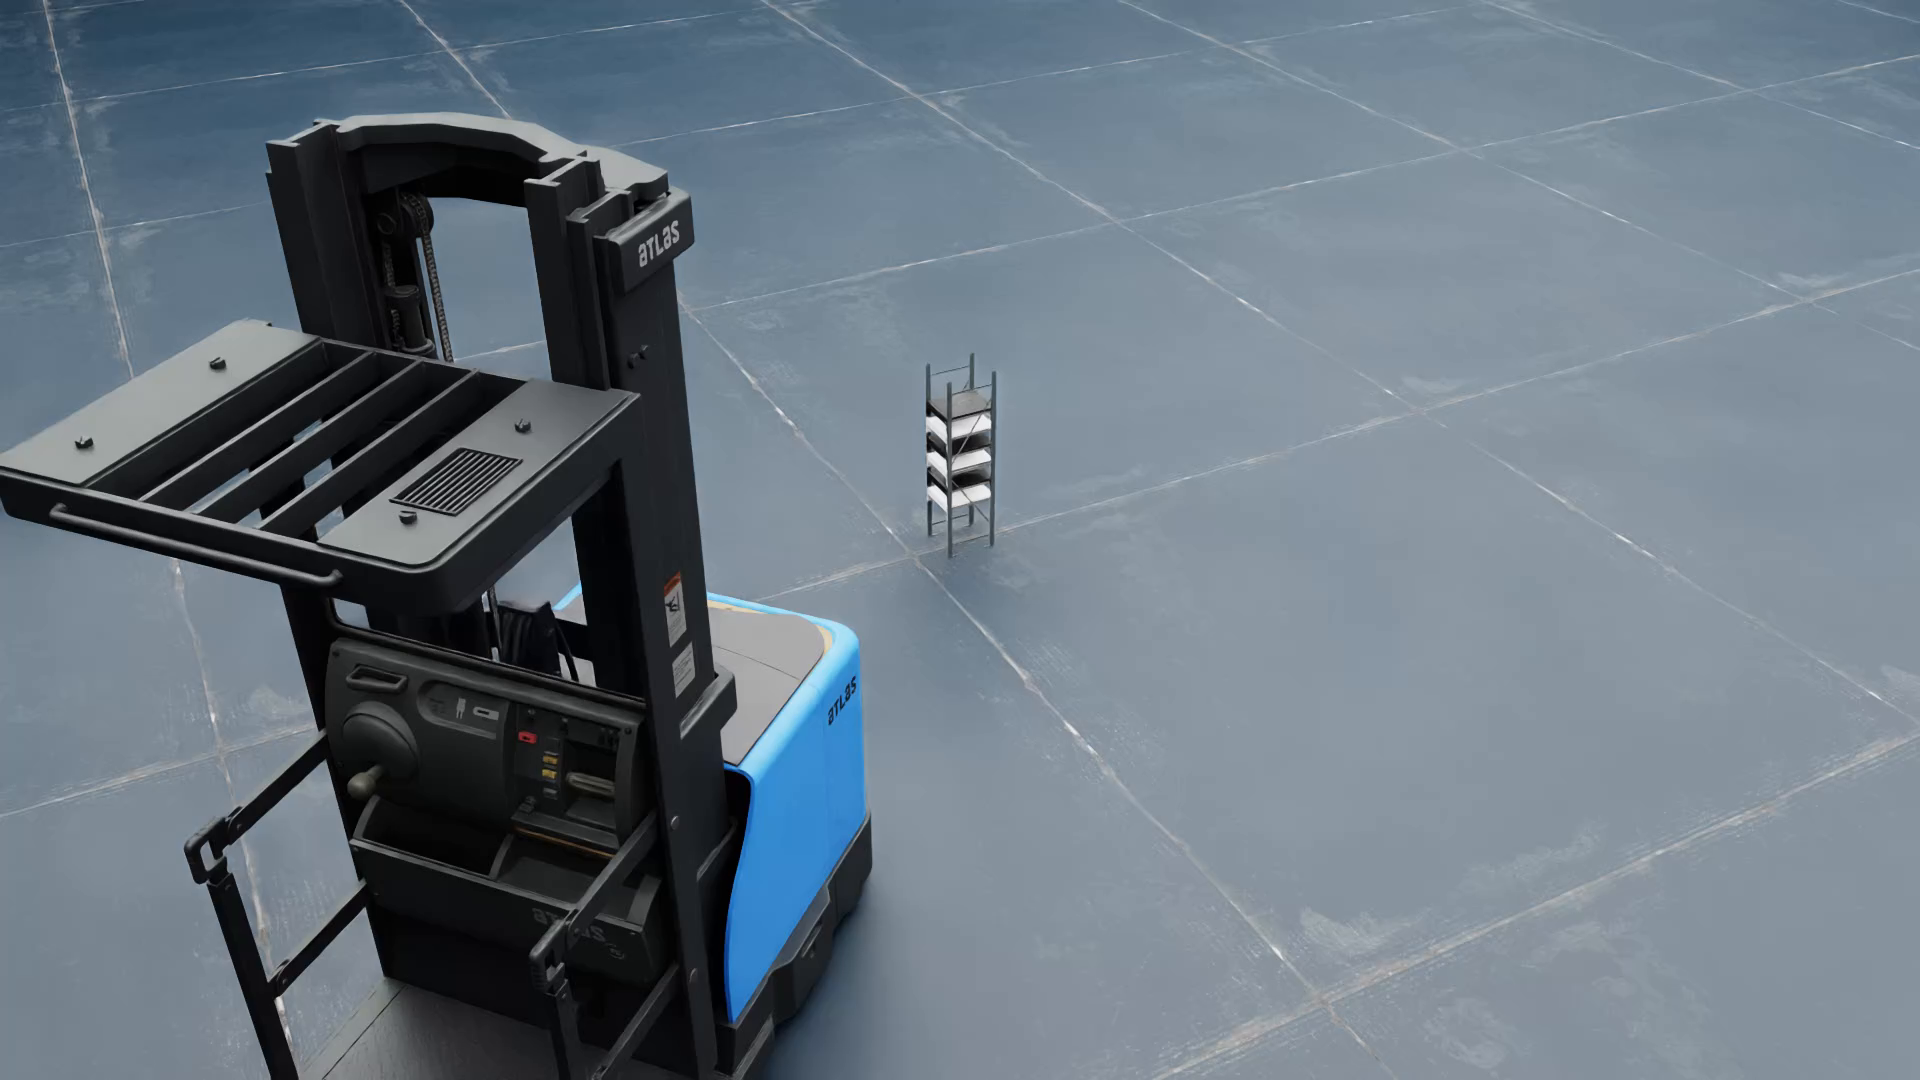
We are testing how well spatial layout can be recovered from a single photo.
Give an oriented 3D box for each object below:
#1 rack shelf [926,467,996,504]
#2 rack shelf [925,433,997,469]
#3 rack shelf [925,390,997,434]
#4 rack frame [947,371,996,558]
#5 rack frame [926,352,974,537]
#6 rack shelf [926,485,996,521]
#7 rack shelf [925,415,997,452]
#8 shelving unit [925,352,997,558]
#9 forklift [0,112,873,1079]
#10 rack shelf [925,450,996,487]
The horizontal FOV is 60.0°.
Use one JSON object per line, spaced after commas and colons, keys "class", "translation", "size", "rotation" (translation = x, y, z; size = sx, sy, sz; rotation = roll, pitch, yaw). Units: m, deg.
{"class": "rack shelf", "translation": [0.004, -0.271, 7.568], "size": [0.258, 0.077, 0.200], "rotation": [-16, 36, -23]}
{"class": "rack shelf", "translation": [0.004, -0.423, 7.471], "size": [0.258, 0.077, 0.200], "rotation": [-16, 36, -23]}
{"class": "rack shelf", "translation": [0.004, -0.574, 7.374], "size": [0.258, 0.077, 0.200], "rotation": [-16, 36, -23]}
{"class": "rack frame", "translation": [0.051, -0.327, 7.425], "size": [0.240, 0.900, 0.006], "rotation": [-16, 36, -23]}
{"class": "rack frame", "translation": [-0.044, -0.424, 7.577], "size": [0.240, 0.900, 0.006], "rotation": [-16, 36, -23]}
{"class": "rack shelf", "translation": [0.004, -0.195, 7.616], "size": [0.258, 0.077, 0.200], "rotation": [-16, 36, -23]}
{"class": "rack shelf", "translation": [0.004, -0.499, 7.422], "size": [0.258, 0.077, 0.200], "rotation": [-16, 36, -23]}
{"class": "shelving unit", "translation": [0.004, -0.375, 7.501], "size": [0.258, 0.900, 0.210], "rotation": [-16, 36, -23]}
{"class": "forklift", "translation": [-1.313, 0.592, 4.109], "size": [1.130, 2.935, 3.031], "rotation": [12, 34, 18]}
{"class": "rack shelf", "translation": [0.004, -0.347, 7.519], "size": [0.258, 0.077, 0.200], "rotation": [-16, 36, -23]}
